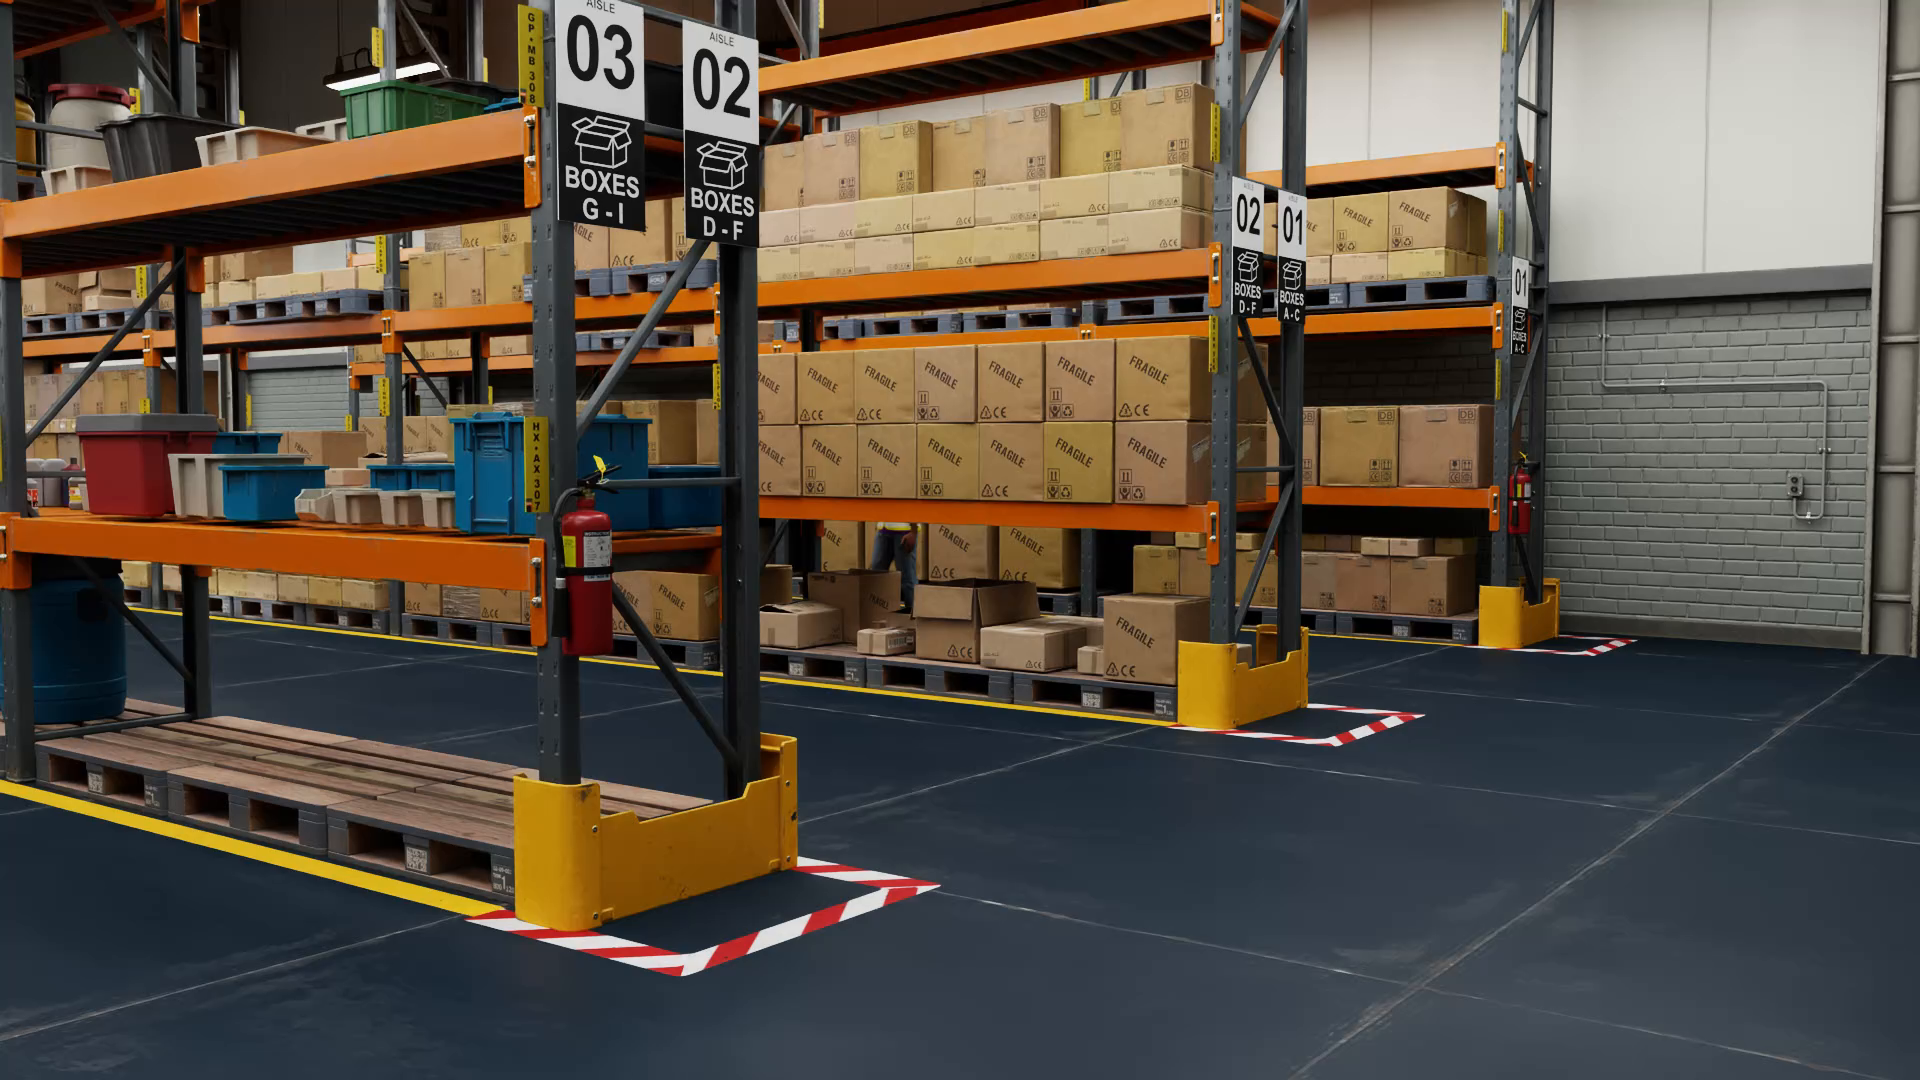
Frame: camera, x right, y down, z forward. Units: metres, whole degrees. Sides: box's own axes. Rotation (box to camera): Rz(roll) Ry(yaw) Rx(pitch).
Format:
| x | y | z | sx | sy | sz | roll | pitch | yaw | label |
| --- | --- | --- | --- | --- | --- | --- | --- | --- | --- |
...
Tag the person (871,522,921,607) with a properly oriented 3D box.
| x | y | z | sx | sy | sz | roll | pitch | yaw | label |
| --- | --- | --- | --- | --- | --- | --- | --- | --- | --- |
| -0.650 | -0.062 | 14.701 | 0.641 | 1.760 | 0.569 | -3 | 4 | -41 | person |
